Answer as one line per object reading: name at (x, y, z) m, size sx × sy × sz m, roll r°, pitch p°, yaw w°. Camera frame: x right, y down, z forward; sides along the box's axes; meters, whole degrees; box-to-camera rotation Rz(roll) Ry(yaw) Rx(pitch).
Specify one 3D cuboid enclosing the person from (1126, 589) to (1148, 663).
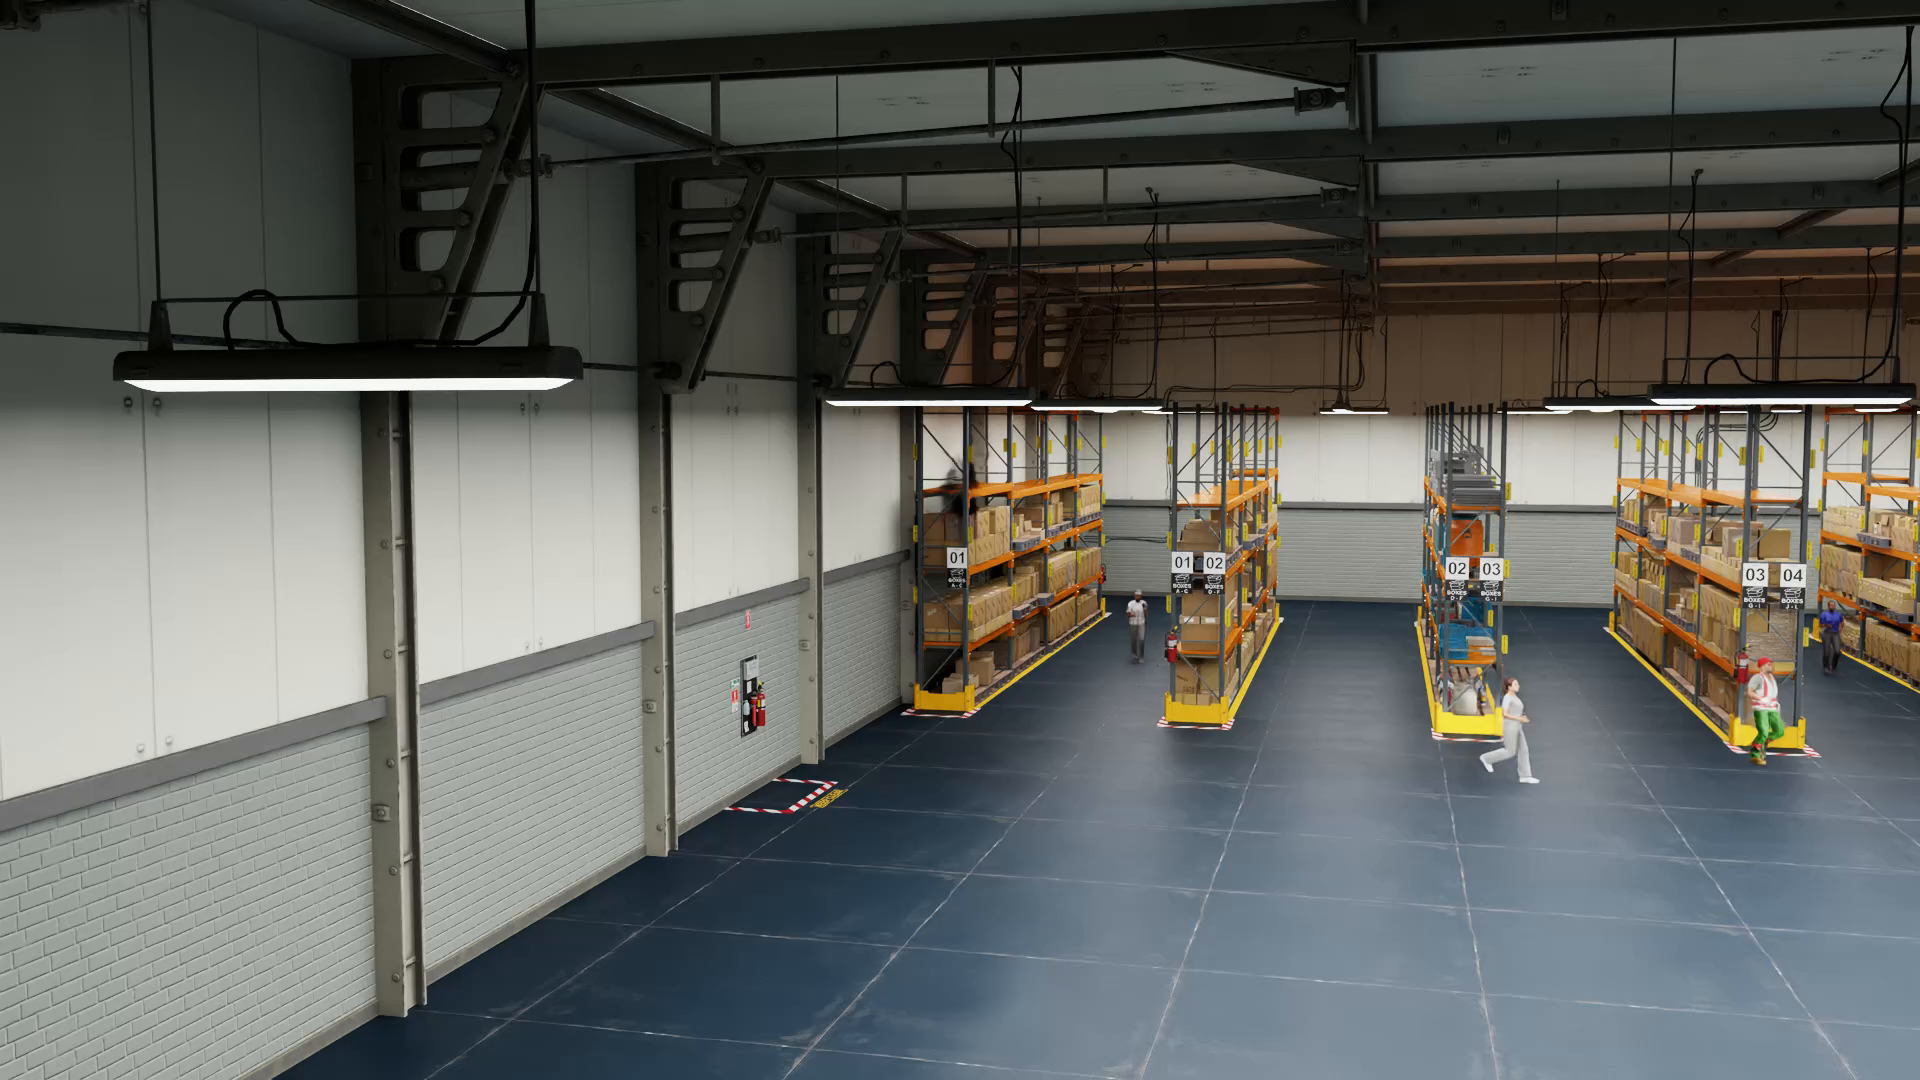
person at (4.155, 2.016, 38.979) m, size 0.526 × 1.753 × 0.810 m, roll 0°, pitch 4°, yaw 4°

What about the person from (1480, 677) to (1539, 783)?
person at (8.632, 2.961, 26.040) m, size 0.924 × 1.645 × 0.570 m, roll 3°, pitch 5°, yaw 36°

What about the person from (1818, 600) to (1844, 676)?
person at (19.342, 2.185, 36.888) m, size 0.555 × 1.683 × 0.660 m, roll 1°, pitch 4°, yaw 17°

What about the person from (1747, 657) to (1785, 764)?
person at (13.343, 2.820, 27.489) m, size 0.680 × 1.757 × 0.521 m, roll -2°, pitch 5°, yaw -27°
